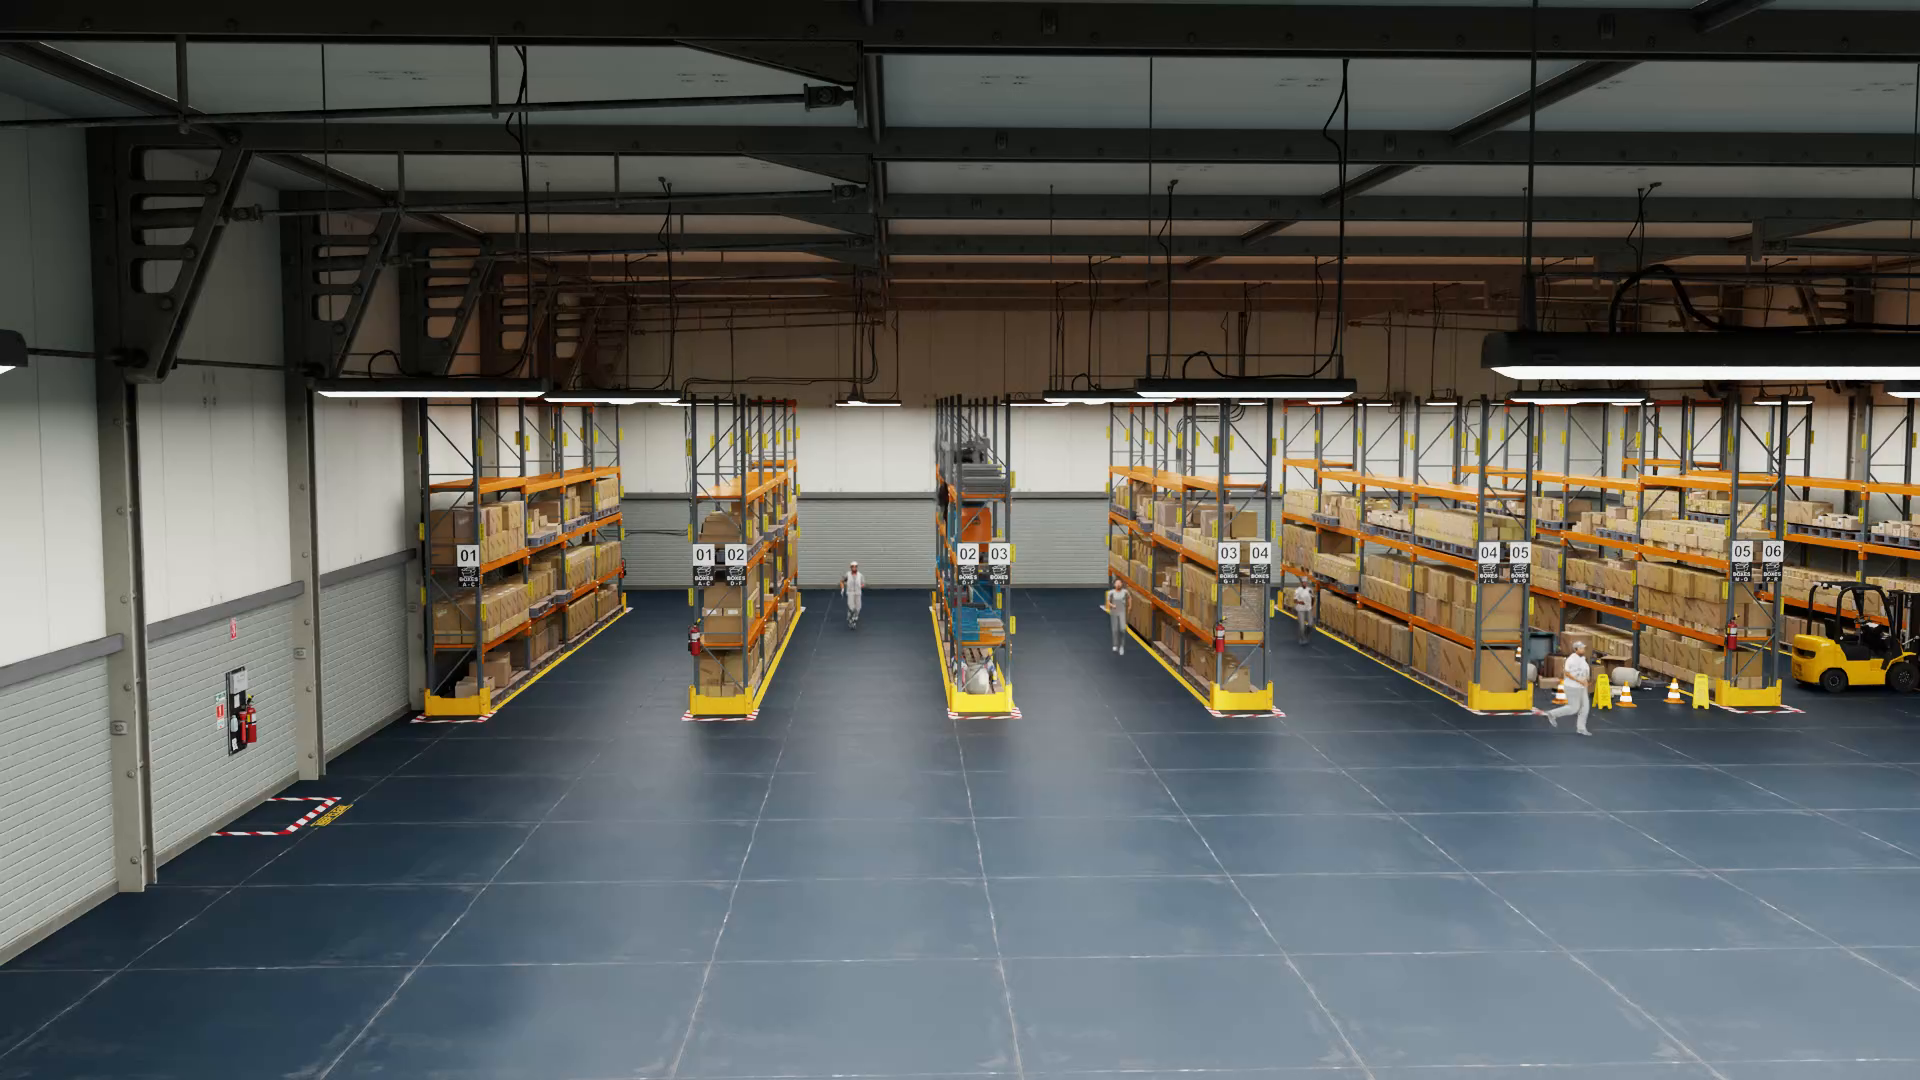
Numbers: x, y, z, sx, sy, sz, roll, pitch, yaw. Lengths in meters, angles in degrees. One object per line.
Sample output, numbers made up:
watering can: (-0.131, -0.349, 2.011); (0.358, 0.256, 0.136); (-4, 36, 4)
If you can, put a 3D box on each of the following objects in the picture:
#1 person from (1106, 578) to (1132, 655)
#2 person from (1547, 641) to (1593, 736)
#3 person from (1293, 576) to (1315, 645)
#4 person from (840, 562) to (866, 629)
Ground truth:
person: (3.556, 1.716, 37.114); (0.584, 1.709, 0.660); (0, 4, -1)
person: (10.841, 2.607, 29.400); (0.766, 1.664, 0.614); (4, 6, 45)
person: (8.375, 1.713, 40.298); (0.562, 1.672, 0.586); (0, 5, -4)
person: (-2.744, 1.439, 43.057); (0.641, 1.754, 0.667); (-1, 5, -16)
